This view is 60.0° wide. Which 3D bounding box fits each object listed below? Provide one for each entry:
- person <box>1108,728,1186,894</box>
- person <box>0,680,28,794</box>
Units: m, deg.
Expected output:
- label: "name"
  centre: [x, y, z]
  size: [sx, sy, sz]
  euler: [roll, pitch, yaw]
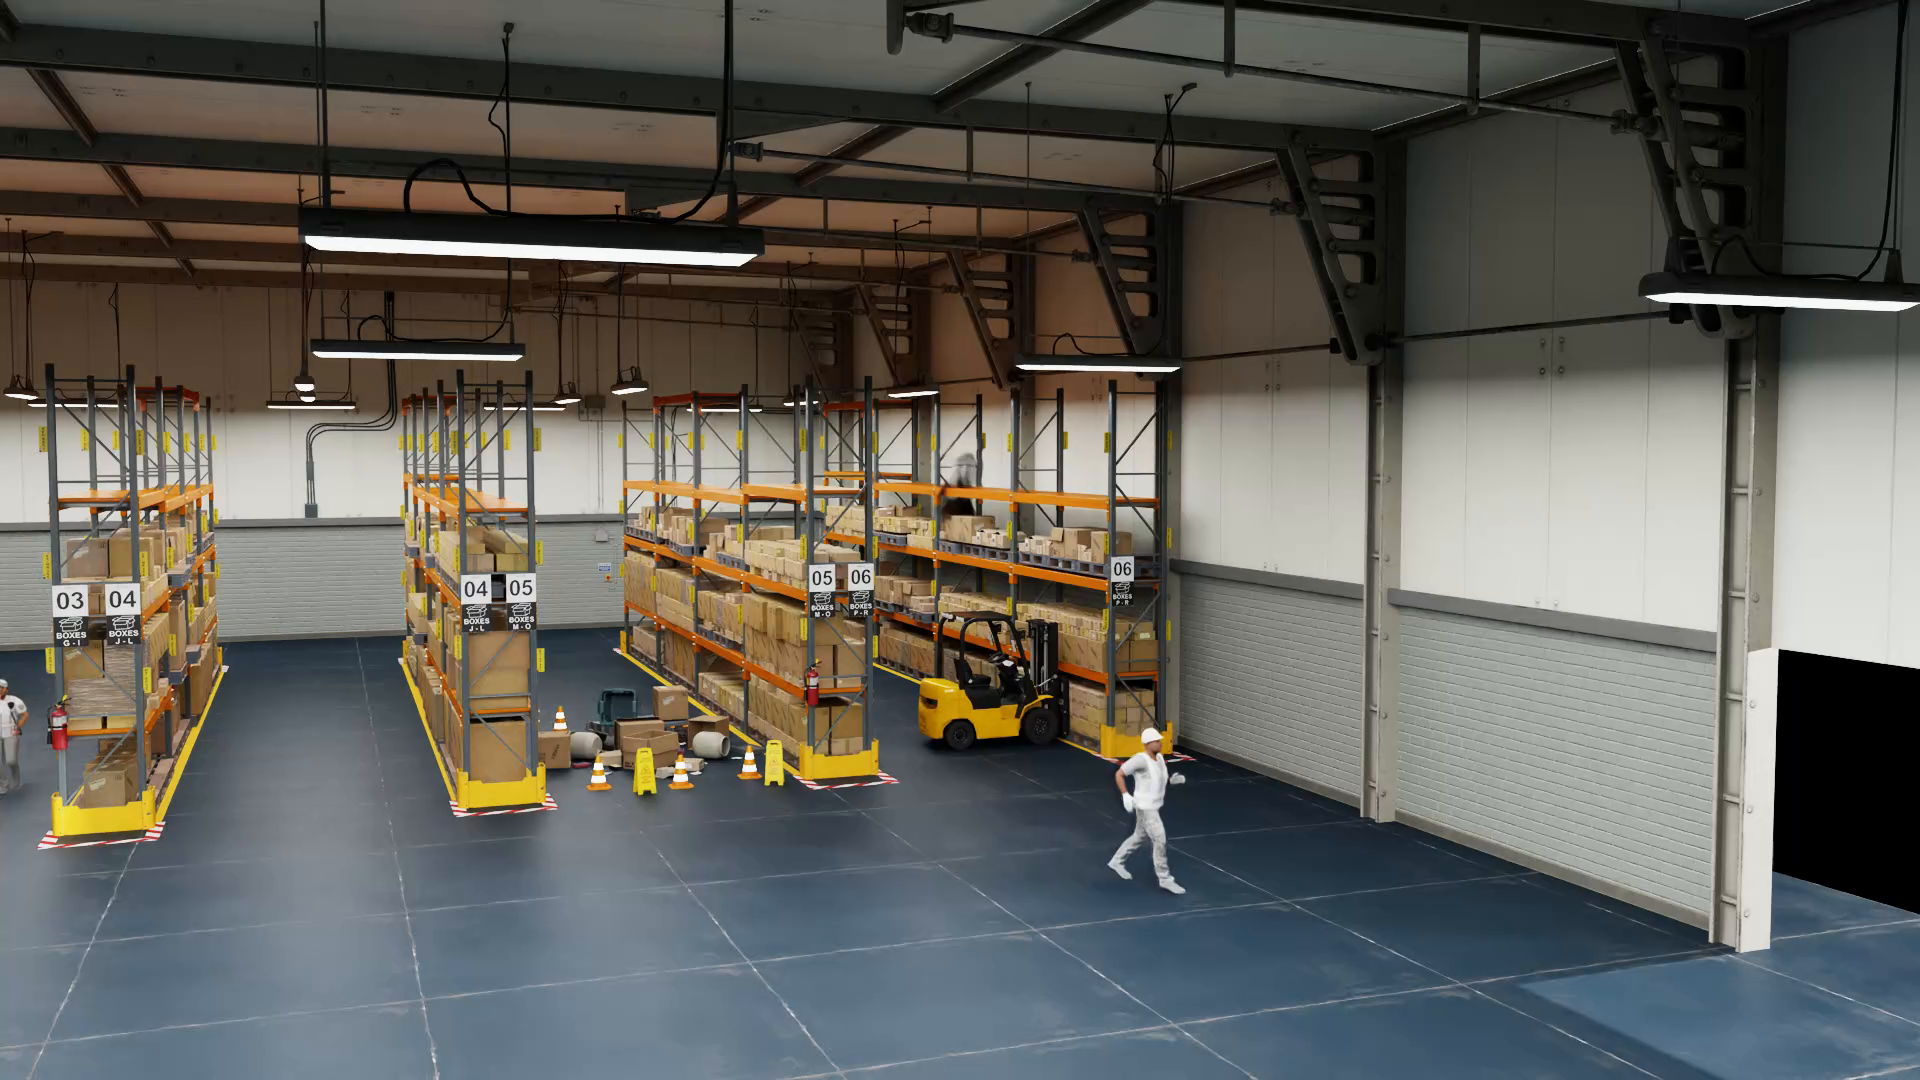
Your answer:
- label: "person"
  centre: [2.086, 2.994, 18.578]
  size: [0.956, 1.803, 0.674]
  euler: [2, 4, 27]
- label: "person"
  centre: [-13.628, 2.803, 23.679]
  size: [0.599, 1.621, 0.557]
  euler: [-1, 4, -20]
